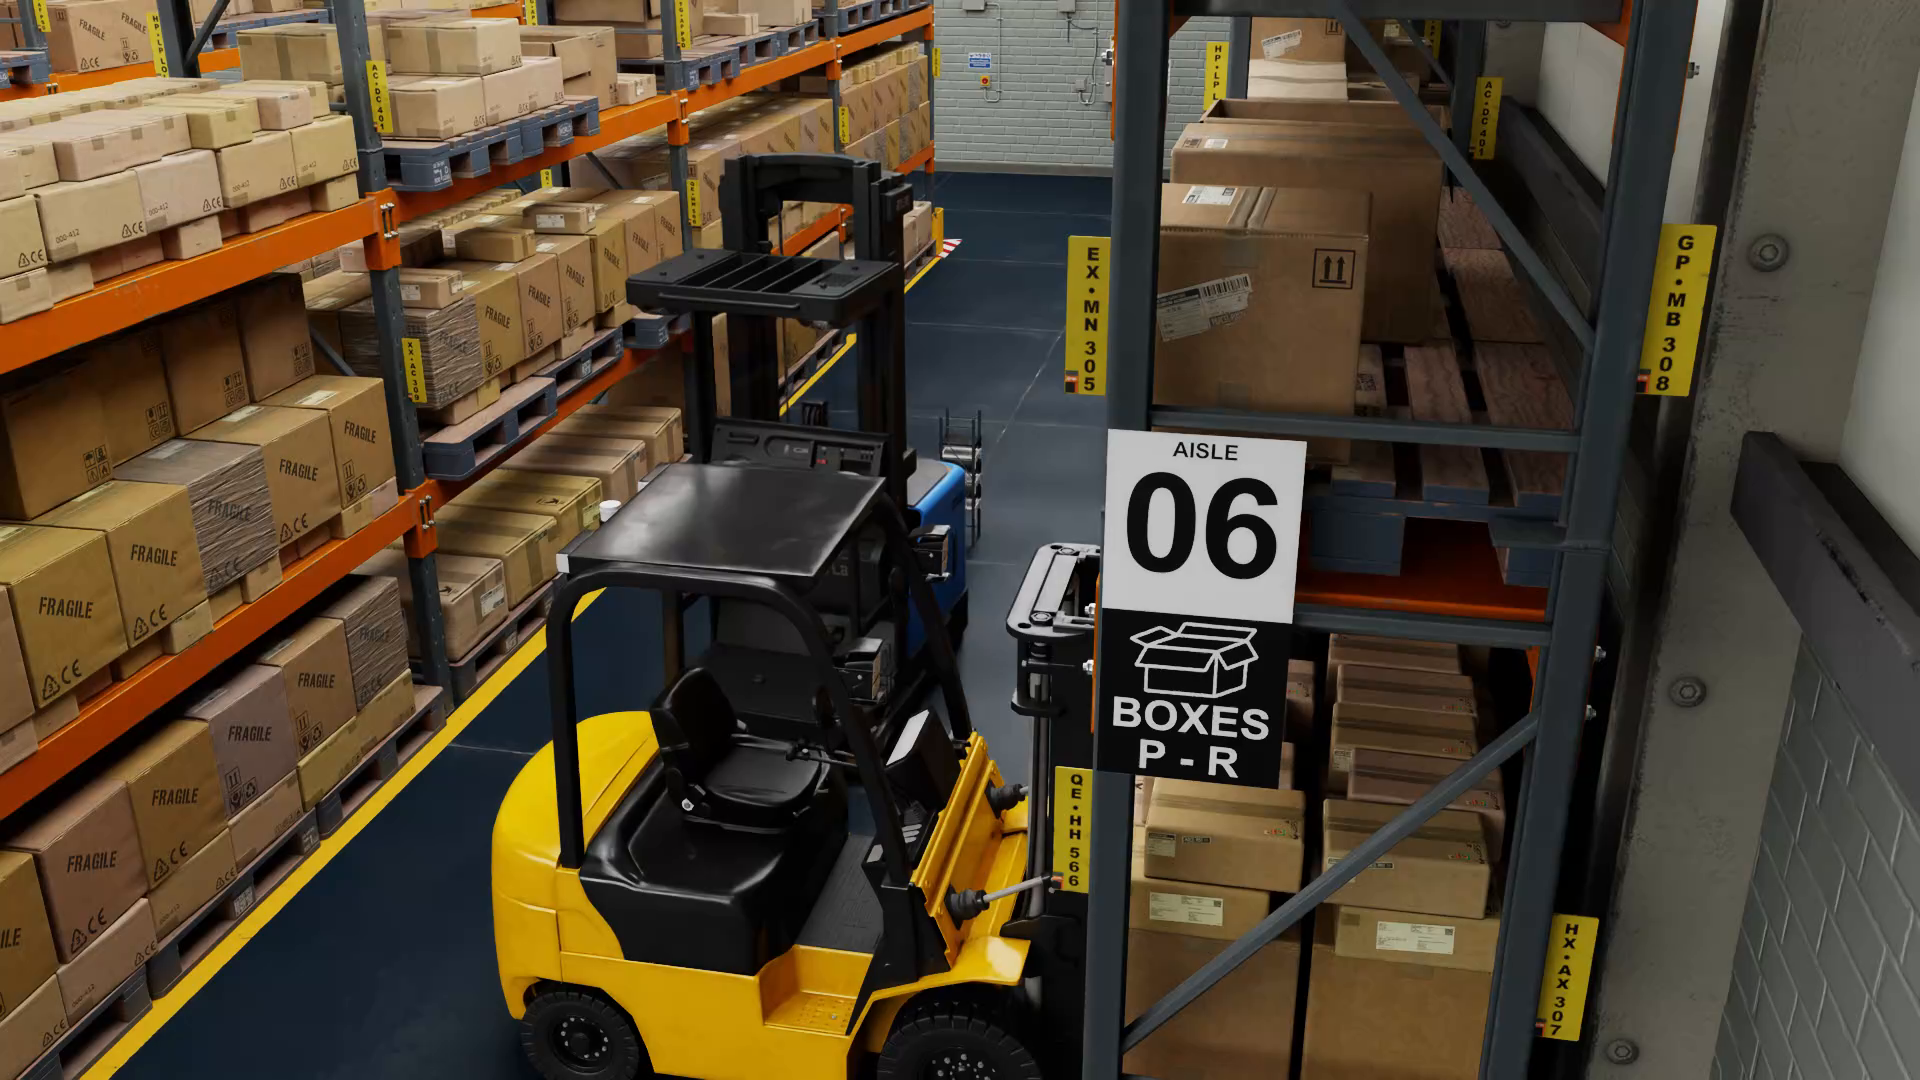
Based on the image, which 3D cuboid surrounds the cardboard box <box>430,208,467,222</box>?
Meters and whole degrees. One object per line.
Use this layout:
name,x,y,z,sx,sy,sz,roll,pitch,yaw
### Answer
cardboard box,-5.842,-3.671,18.912,0.380,0.149,0.250,4,22,9

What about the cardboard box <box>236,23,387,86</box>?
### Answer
cardboard box,-3.257,-2.449,8.375,0.500,0.250,0.500,5,22,12

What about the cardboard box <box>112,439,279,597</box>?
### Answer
cardboard box,-3.297,-0.103,7.063,0.500,0.500,0.500,5,22,12

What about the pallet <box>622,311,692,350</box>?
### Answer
pallet,-2.475,-1.584,11.529,1.213,0.211,1.003,4,22,11

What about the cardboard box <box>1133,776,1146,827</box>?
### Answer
cardboard box,0.613,0.770,4.426,0.380,0.149,0.250,5,22,12

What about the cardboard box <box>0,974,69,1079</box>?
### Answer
cardboard box,-3.631,1.790,6.011,0.500,0.250,0.500,4,22,10

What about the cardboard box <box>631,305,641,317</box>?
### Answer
cardboard box,-2.321,-1.592,11.065,0.380,0.149,0.250,3,22,8

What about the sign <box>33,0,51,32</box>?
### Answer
sign,-6.759,-3.905,12.222,0.100,0.325,0.005,4,22,11

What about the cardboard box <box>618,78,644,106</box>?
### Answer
cardboard box,-2.336,-2.994,11.094,0.380,0.149,0.250,4,22,11

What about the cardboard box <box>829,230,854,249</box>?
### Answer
cardboard box,-1.203,-2.960,17.556,0.875,0.438,0.875,4,22,9

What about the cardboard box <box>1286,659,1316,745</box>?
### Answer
cardboard box,0.831,0.453,4.814,0.380,0.149,0.250,5,22,11

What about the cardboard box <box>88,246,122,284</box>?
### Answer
cardboard box,-3.425,-1.057,6.285,0.380,0.149,0.250,4,22,10

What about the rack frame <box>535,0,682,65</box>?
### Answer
rack frame,-2.434,-4.725,11.040,1.000,3.000,0.127,4,22,11

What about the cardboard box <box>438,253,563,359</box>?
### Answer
cardboard box,-2.658,-1.371,9.648,0.500,0.500,0.500,4,22,11

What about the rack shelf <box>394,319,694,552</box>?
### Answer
rack shelf,-2.842,-0.877,10.479,1.077,0.370,4.000,4,22,11

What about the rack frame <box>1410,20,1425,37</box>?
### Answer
rack frame,2.426,-4.348,10.104,1.000,3.000,0.127,4,22,11

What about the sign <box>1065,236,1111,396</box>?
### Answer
sign,0.265,-0.451,3.364,0.100,0.325,0.005,4,22,11

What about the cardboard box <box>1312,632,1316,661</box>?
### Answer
cardboard box,1.583,0.405,6.198,0.500,0.500,0.500,4,22,9

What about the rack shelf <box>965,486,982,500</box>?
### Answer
rack shelf,0.002,-0.306,11.239,0.258,0.077,0.200,4,22,11

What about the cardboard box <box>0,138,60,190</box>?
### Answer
cardboard box,-3.453,-1.330,5.894,0.380,0.149,0.250,5,22,12

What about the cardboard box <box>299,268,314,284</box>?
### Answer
cardboard box,-6.494,-2.303,15.841,0.500,0.500,0.500,4,22,10

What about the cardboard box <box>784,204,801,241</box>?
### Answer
cardboard box,-1.689,-2.783,14.449,0.500,0.250,0.500,4,22,9

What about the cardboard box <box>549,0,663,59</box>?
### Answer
cardboard box,-2.505,-3.726,11.873,0.797,0.503,0.637,3,22,8

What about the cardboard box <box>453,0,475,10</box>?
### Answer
cardboard box,-5.713,-5.976,18.362,0.500,0.250,0.500,5,23,13

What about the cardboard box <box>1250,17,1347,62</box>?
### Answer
cardboard box,1.832,-2.625,9.012,0.500,0.500,0.500,5,22,12

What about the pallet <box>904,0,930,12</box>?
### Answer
pallet,-0.943,-5.946,18.206,1.003,0.211,1.213,4,22,11

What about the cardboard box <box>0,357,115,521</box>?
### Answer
cardboard box,-3.824,-0.419,6.508,0.700,0.500,0.500,4,22,11

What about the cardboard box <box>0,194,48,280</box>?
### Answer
cardboard box,-3.510,-1.014,5.644,0.500,0.250,0.500,5,22,12

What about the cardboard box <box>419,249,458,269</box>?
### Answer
cardboard box,-3.170,-1.415,9.757,0.500,0.500,0.500,5,23,13

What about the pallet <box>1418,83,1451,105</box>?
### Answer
pallet,2.375,-2.614,10.066,1.213,0.211,1.003,6,23,13

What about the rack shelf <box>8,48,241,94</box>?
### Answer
rack shelf,-6.892,-4.072,14.396,1.077,0.370,4.000,4,22,11

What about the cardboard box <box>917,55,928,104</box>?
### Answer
cardboard box,-0.667,-5.184,18.737,0.500,0.500,0.500,5,23,13

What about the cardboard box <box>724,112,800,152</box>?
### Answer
cardboard box,-1.684,-3.359,14.206,0.500,0.500,0.500,5,23,13

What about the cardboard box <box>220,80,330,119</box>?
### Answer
cardboard box,-3.101,-1.991,7.537,0.380,0.149,0.250,5,22,12

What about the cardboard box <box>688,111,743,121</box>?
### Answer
cardboard box,-2.171,-3.405,14.320,0.500,0.500,0.500,4,22,10

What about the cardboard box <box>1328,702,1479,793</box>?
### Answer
cardboard box,1.198,0.578,4.503,0.380,0.149,0.250,5,22,12

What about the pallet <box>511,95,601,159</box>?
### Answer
pallet,-2.811,-2.381,9.486,1.213,0.211,1.003,4,22,11

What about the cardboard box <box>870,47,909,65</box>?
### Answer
cardboard box,-0.769,-5.248,18.028,0.380,0.149,0.250,5,22,12

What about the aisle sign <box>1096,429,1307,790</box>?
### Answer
aisle sign,0.493,0.156,3.470,0.394,0.787,0.004,4,22,11

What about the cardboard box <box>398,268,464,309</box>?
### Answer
cardboard box,-2.808,-1.304,8.615,0.380,0.149,0.250,4,22,11

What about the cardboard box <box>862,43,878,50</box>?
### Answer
cardboard box,-1.129,-5.469,18.577,0.380,0.149,0.250,5,22,12

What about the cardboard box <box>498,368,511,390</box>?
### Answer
cardboard box,-2.786,-0.936,9.436,0.380,0.149,0.250,6,23,14

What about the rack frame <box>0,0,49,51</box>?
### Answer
rack frame,-7.301,-5.065,11.885,1.000,3.000,0.127,4,22,11

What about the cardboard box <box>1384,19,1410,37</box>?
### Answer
cardboard box,2.772,-3.323,10.844,0.380,0.149,0.250,4,22,9

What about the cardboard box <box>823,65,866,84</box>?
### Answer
cardboard box,-1.141,-4.590,16.394,0.380,0.149,0.250,4,22,11

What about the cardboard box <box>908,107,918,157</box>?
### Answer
cardboard box,-0.758,-4.535,18.466,0.500,0.500,0.500,4,22,10

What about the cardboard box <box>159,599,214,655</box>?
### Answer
cardboard box,-3.320,0.338,6.835,0.380,0.149,0.250,5,22,11

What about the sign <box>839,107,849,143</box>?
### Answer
sign,-1.085,-3.868,15.498,0.100,0.325,0.005,4,22,11

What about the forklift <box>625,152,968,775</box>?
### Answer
forklift,-0.897,-0.338,8.270,1.130,2.935,3.031,7,23,17

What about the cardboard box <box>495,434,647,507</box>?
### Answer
cardboard box,-2.702,-0.442,11.390,0.950,0.372,0.625,4,22,10

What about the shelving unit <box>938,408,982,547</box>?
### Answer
shelving unit,0.002,-0.420,11.193,0.258,0.900,0.210,4,22,11

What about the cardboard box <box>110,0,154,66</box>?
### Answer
cardboard box,-6.829,-4.092,13.350,0.500,0.500,0.500,4,22,11

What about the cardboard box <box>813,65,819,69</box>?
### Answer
cardboard box,-1.612,-4.626,16.483,0.380,0.149,0.250,4,22,10
